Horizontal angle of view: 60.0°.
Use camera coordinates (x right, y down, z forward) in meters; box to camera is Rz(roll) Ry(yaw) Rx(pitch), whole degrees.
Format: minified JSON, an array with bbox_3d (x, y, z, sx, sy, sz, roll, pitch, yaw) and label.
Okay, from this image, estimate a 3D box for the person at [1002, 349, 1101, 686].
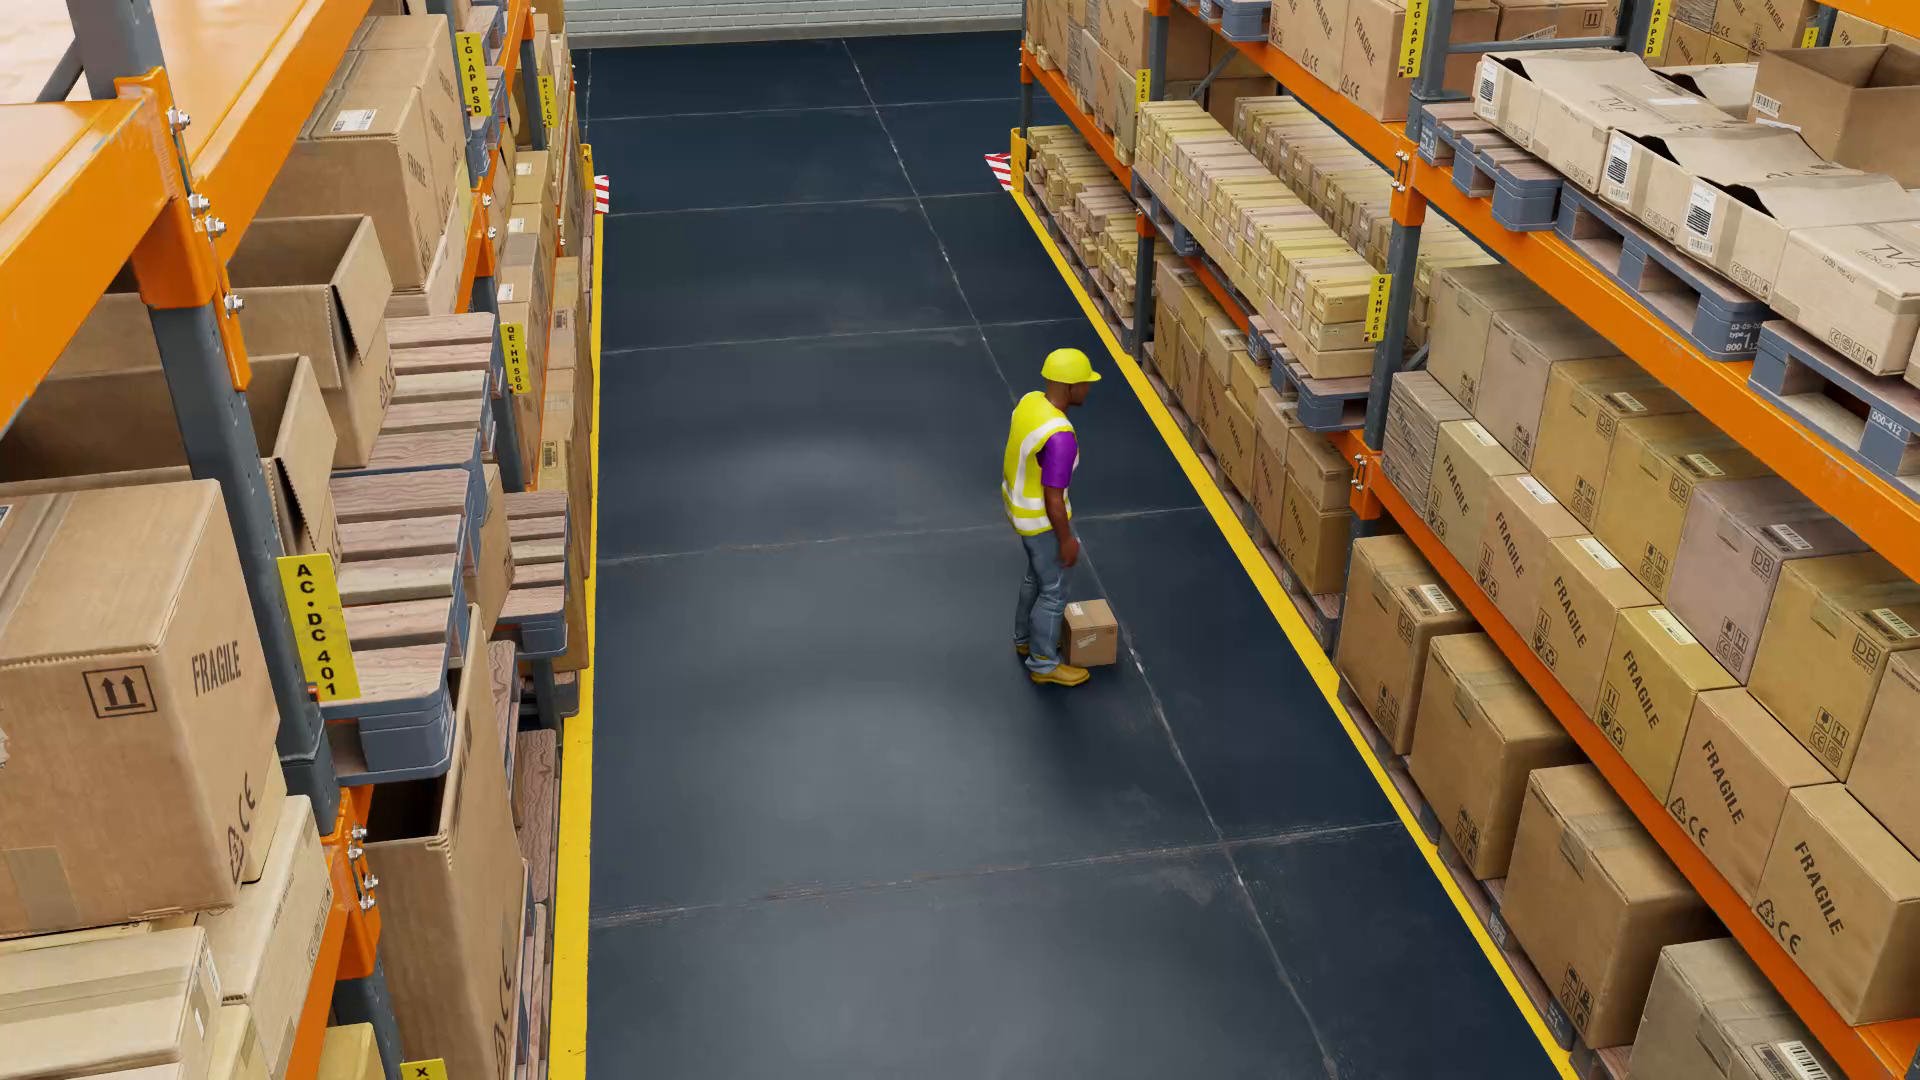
[{"bbox_3d":[0.455,-0.131,8.342,0.463,1.760,0.634,-6,31,-10],"label":"person"}]
